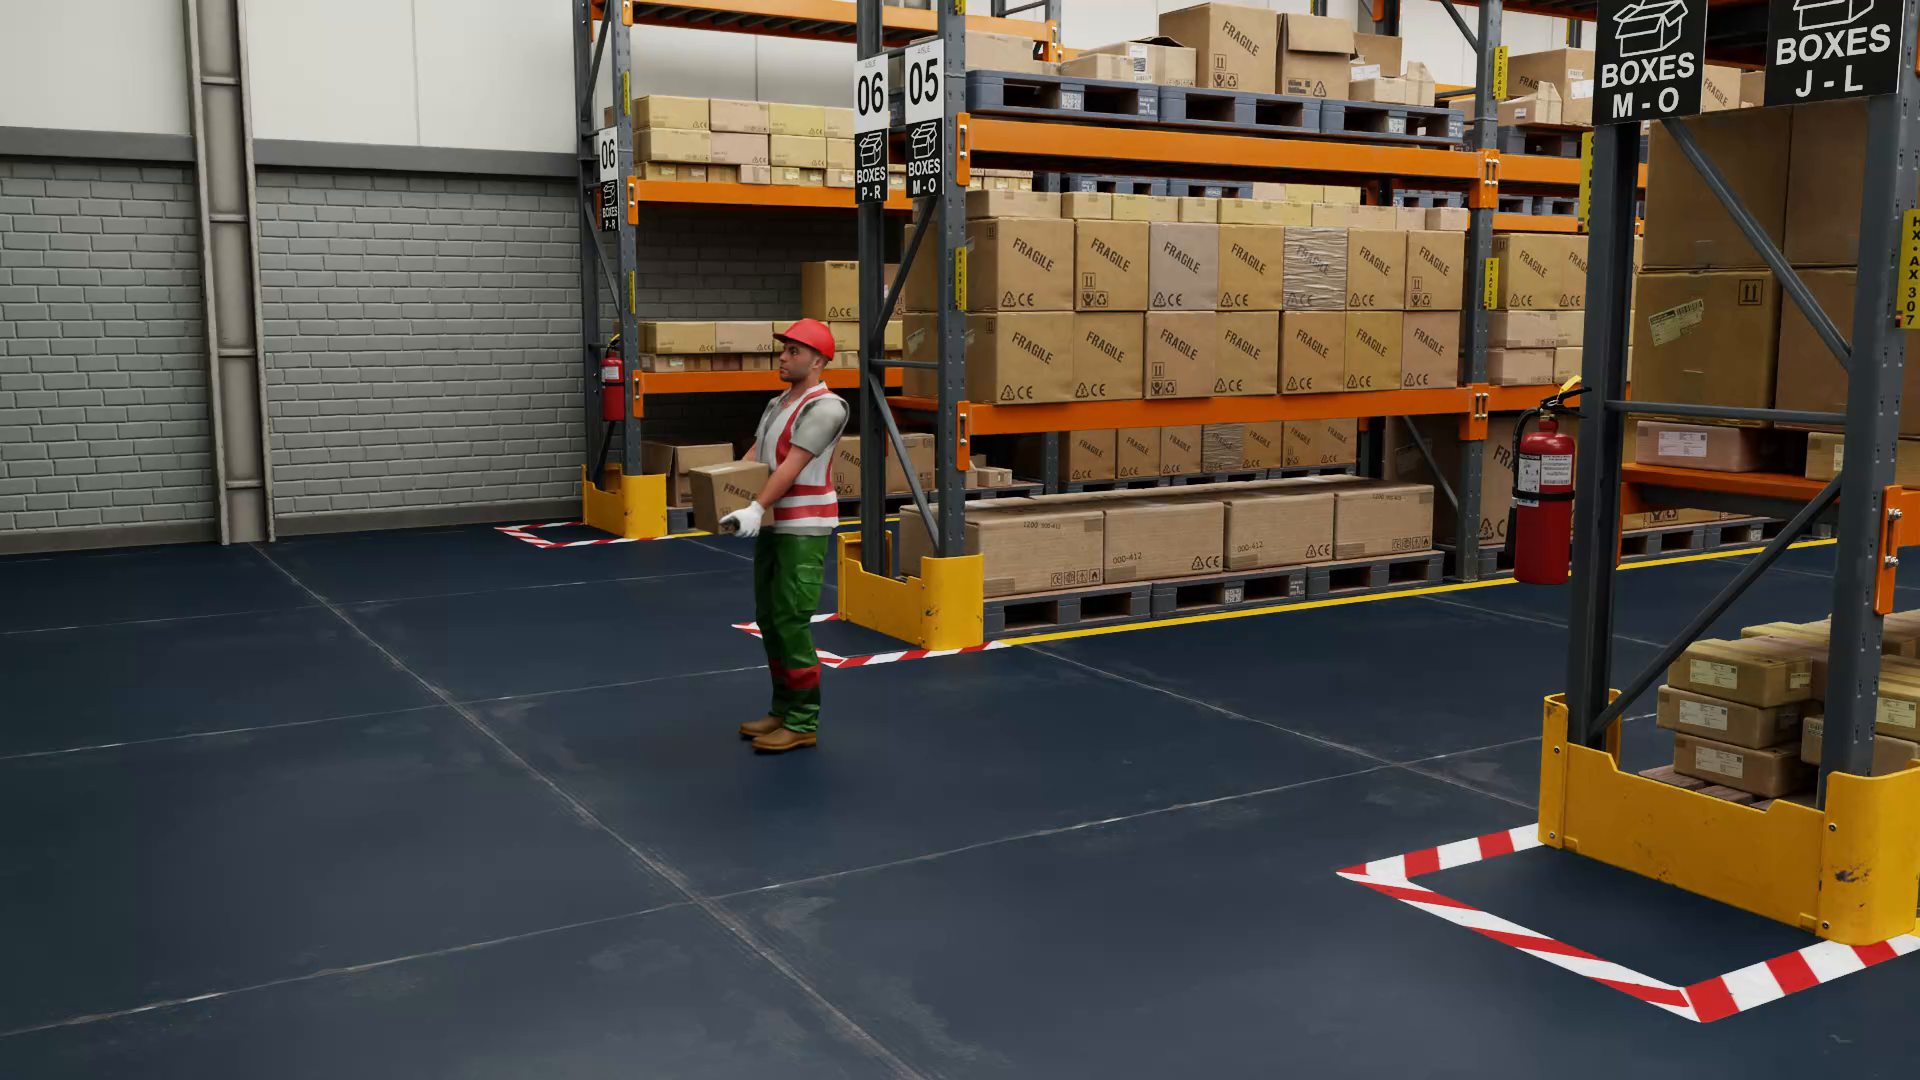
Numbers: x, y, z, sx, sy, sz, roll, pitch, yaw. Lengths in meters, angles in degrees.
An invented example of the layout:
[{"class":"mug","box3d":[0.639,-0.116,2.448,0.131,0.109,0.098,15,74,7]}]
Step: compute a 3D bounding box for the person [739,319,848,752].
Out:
[{"class":"person","box3d":[-0.709,-0.023,6.924,0.446,1.780,0.620,-5,10,-34]}]
